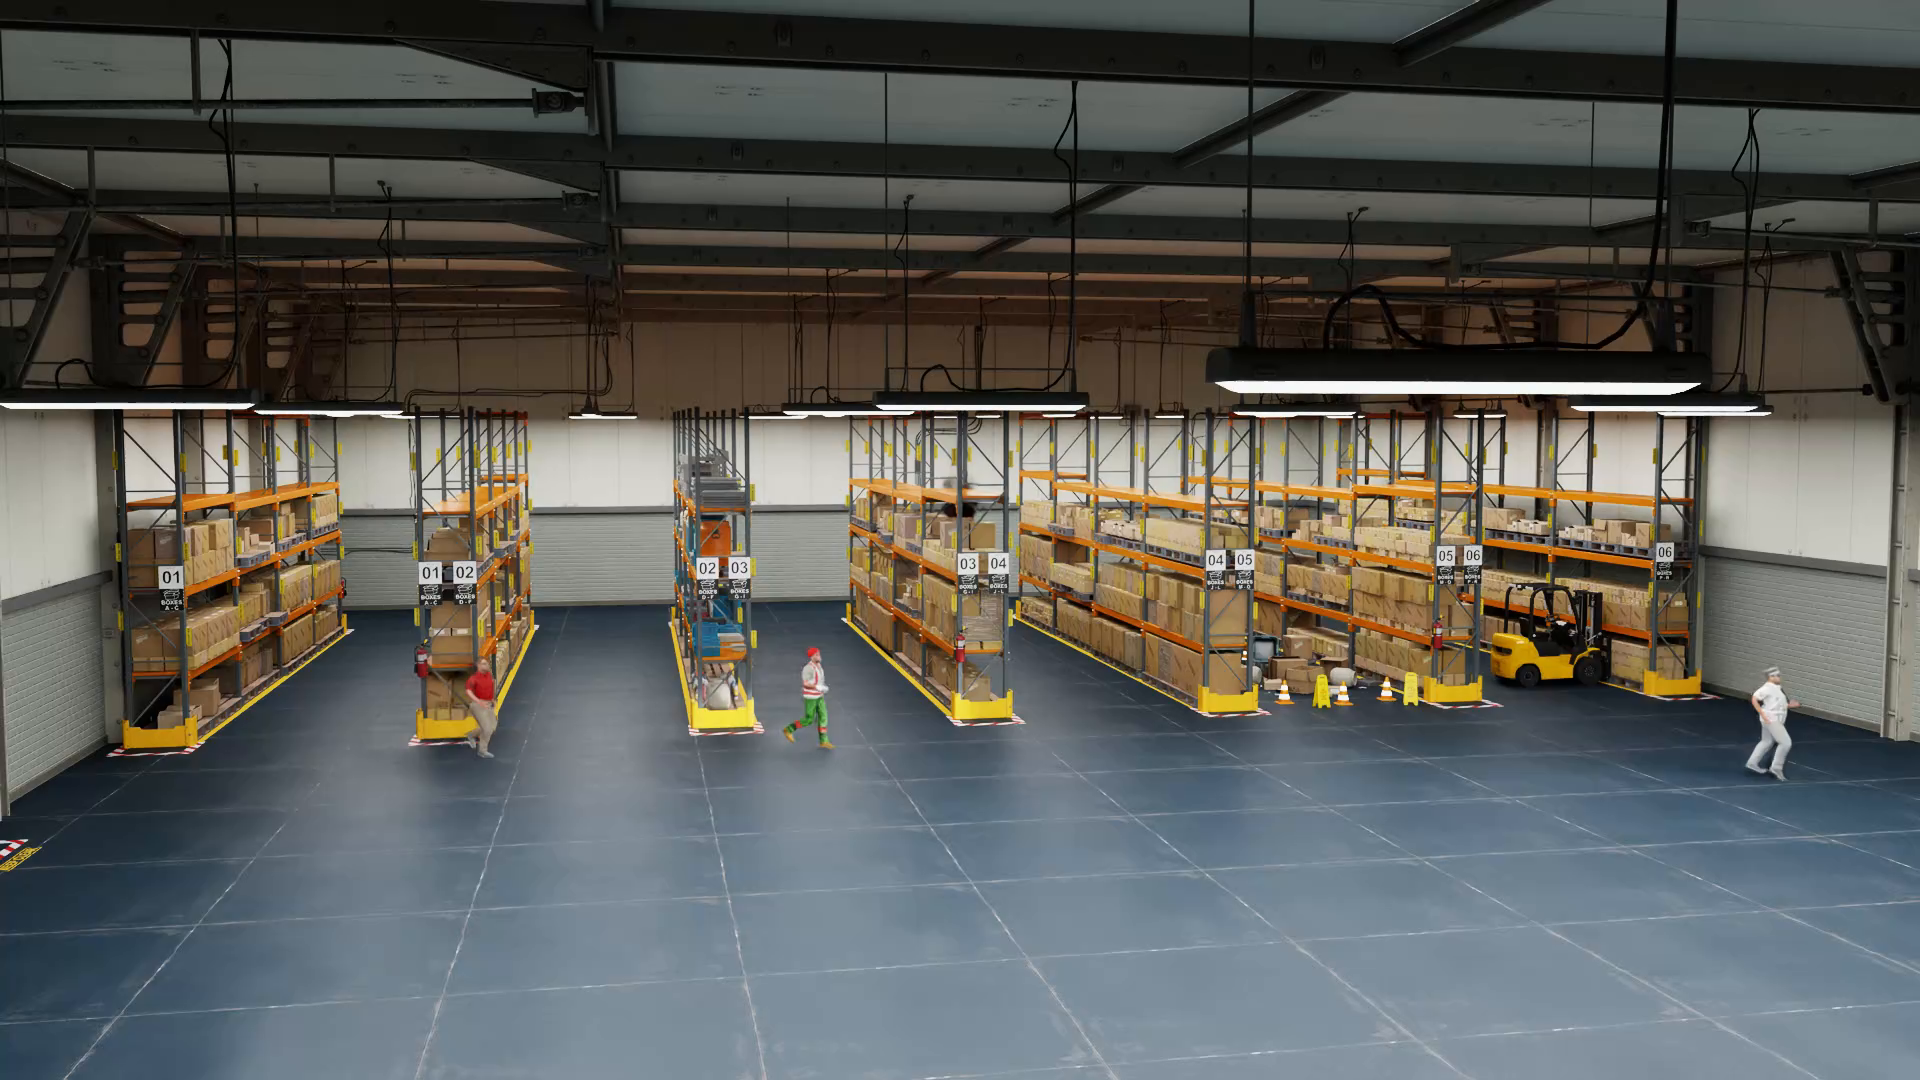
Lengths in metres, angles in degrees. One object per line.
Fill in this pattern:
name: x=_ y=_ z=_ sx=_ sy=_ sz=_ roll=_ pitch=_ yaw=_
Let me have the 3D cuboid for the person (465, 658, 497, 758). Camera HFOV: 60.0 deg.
person: x=-8.235 y=2.865 z=28.517 sx=0.600 sy=1.694 sz=0.698 roll=1 pitch=4 yaw=18

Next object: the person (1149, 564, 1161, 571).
person: x=5.965 y=1.283 z=50.843 sx=0.874 sy=1.677 sz=0.589 roll=0 pitch=4 yaw=-1

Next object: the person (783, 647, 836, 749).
person: x=-2.615 y=2.765 z=29.168 sx=0.951 sy=1.787 sz=0.668 roll=2 pitch=4 yaw=20

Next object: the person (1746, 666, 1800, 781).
person: x=13.063 y=2.948 z=26.726 sx=0.768 sy=1.850 sz=0.631 roll=2 pitch=5 yaw=31
